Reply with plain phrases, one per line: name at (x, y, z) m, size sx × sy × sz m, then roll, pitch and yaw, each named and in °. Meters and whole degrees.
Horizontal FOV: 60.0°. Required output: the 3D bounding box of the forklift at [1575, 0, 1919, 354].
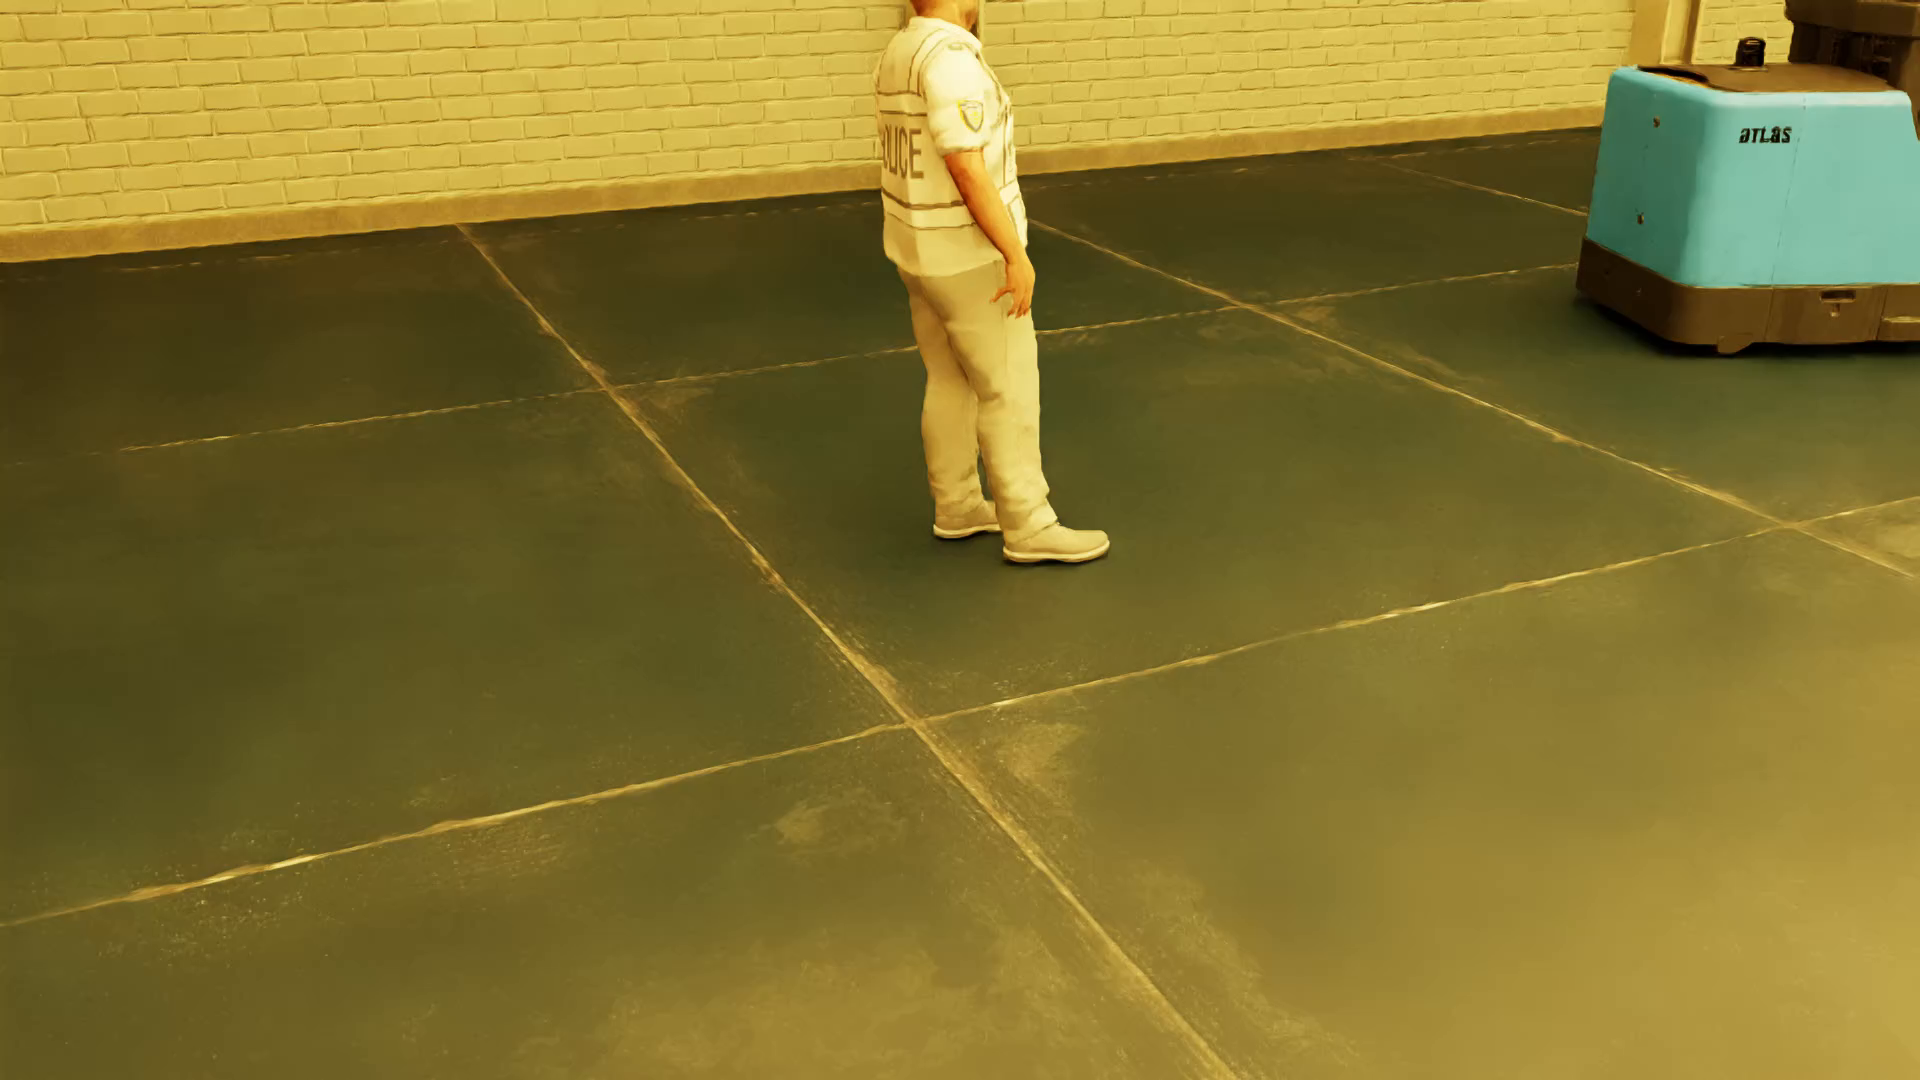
forklift at (4.411, -2.342, 6.923) m, size 3.031 × 2.935 × 1.130 m, roll -2°, pitch 23°, yaw -5°

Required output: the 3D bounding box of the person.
person at (0.075, -0.839, 4.782) m, size 0.574 × 1.781 × 0.640 m, roll -10°, pitch 25°, yaw -23°
